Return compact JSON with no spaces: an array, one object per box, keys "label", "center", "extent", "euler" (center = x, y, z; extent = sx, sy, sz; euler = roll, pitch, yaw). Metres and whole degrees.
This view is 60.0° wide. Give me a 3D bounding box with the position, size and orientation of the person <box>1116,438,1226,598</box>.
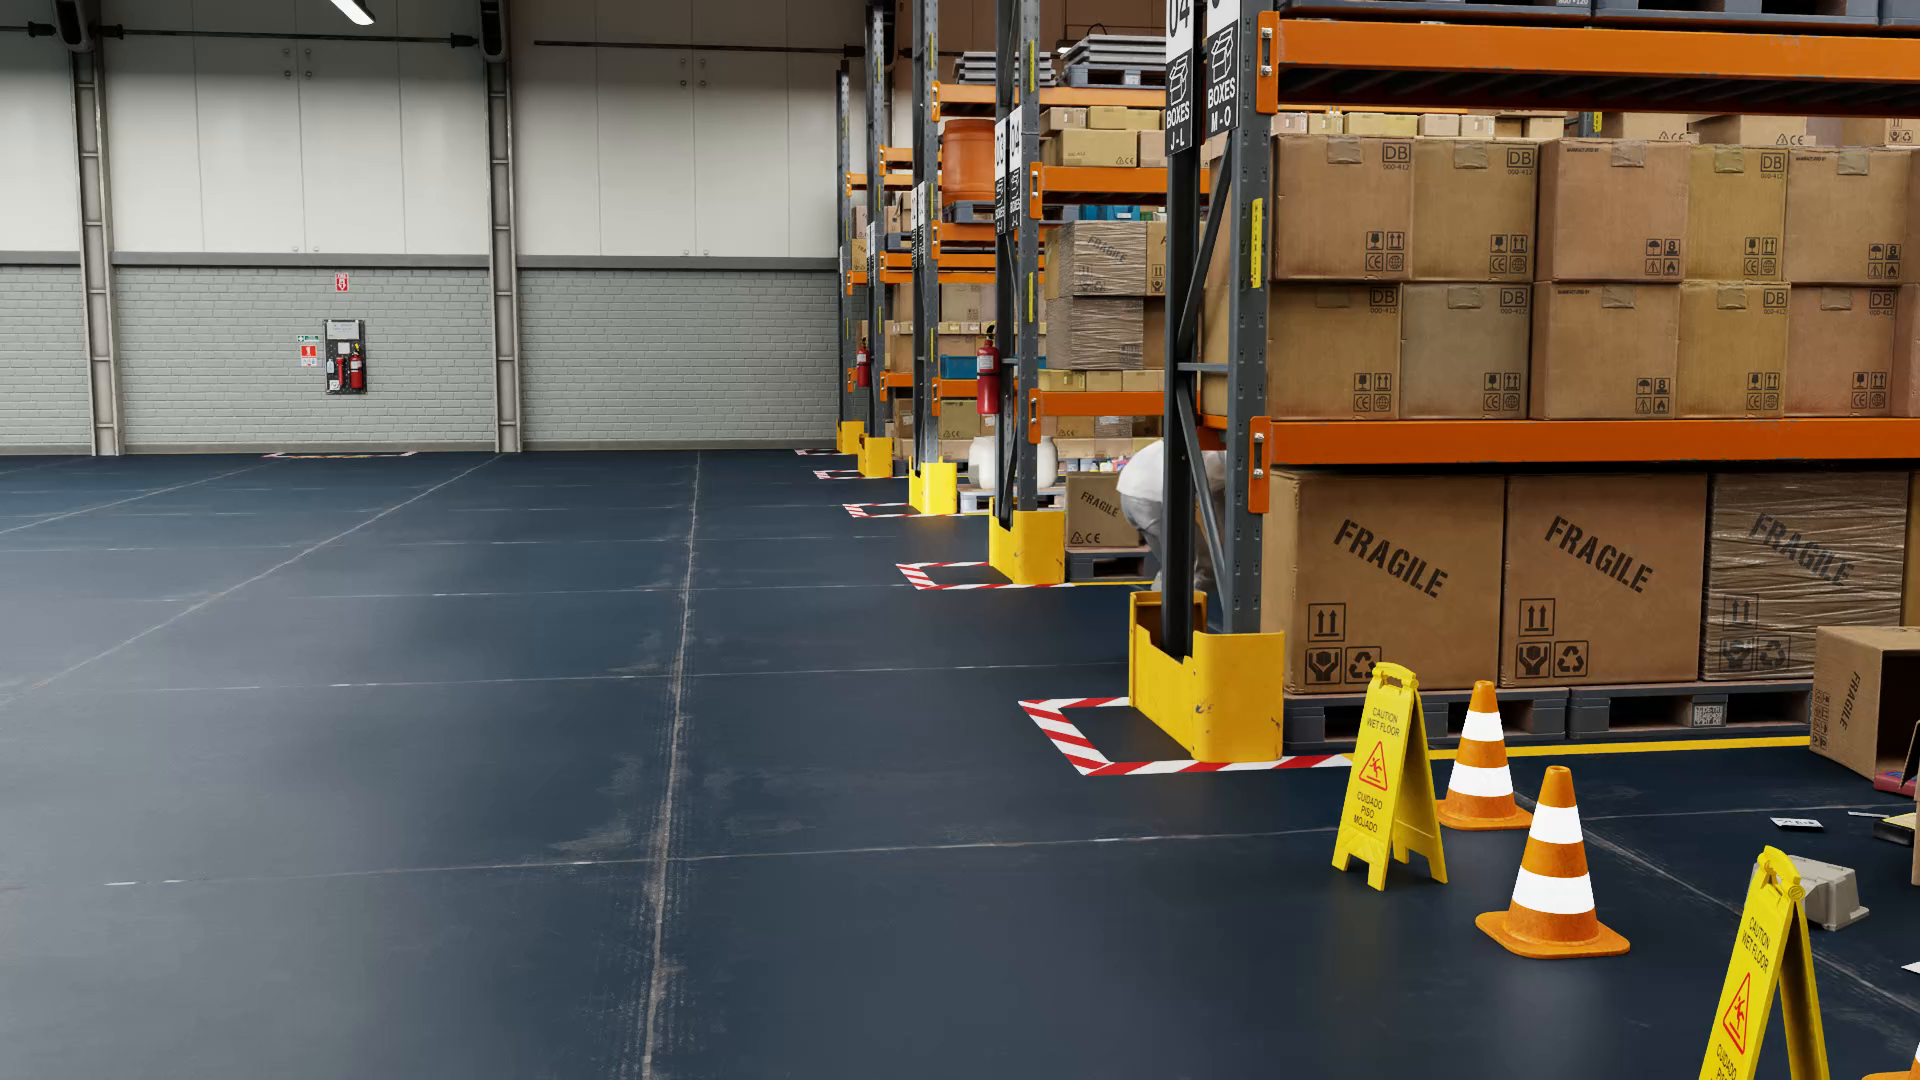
[{"label":"person","center":[1.275,-0.036,8.463],"extent":[0.949,1.317,0.467],"euler":[-1,7,-11]}]
